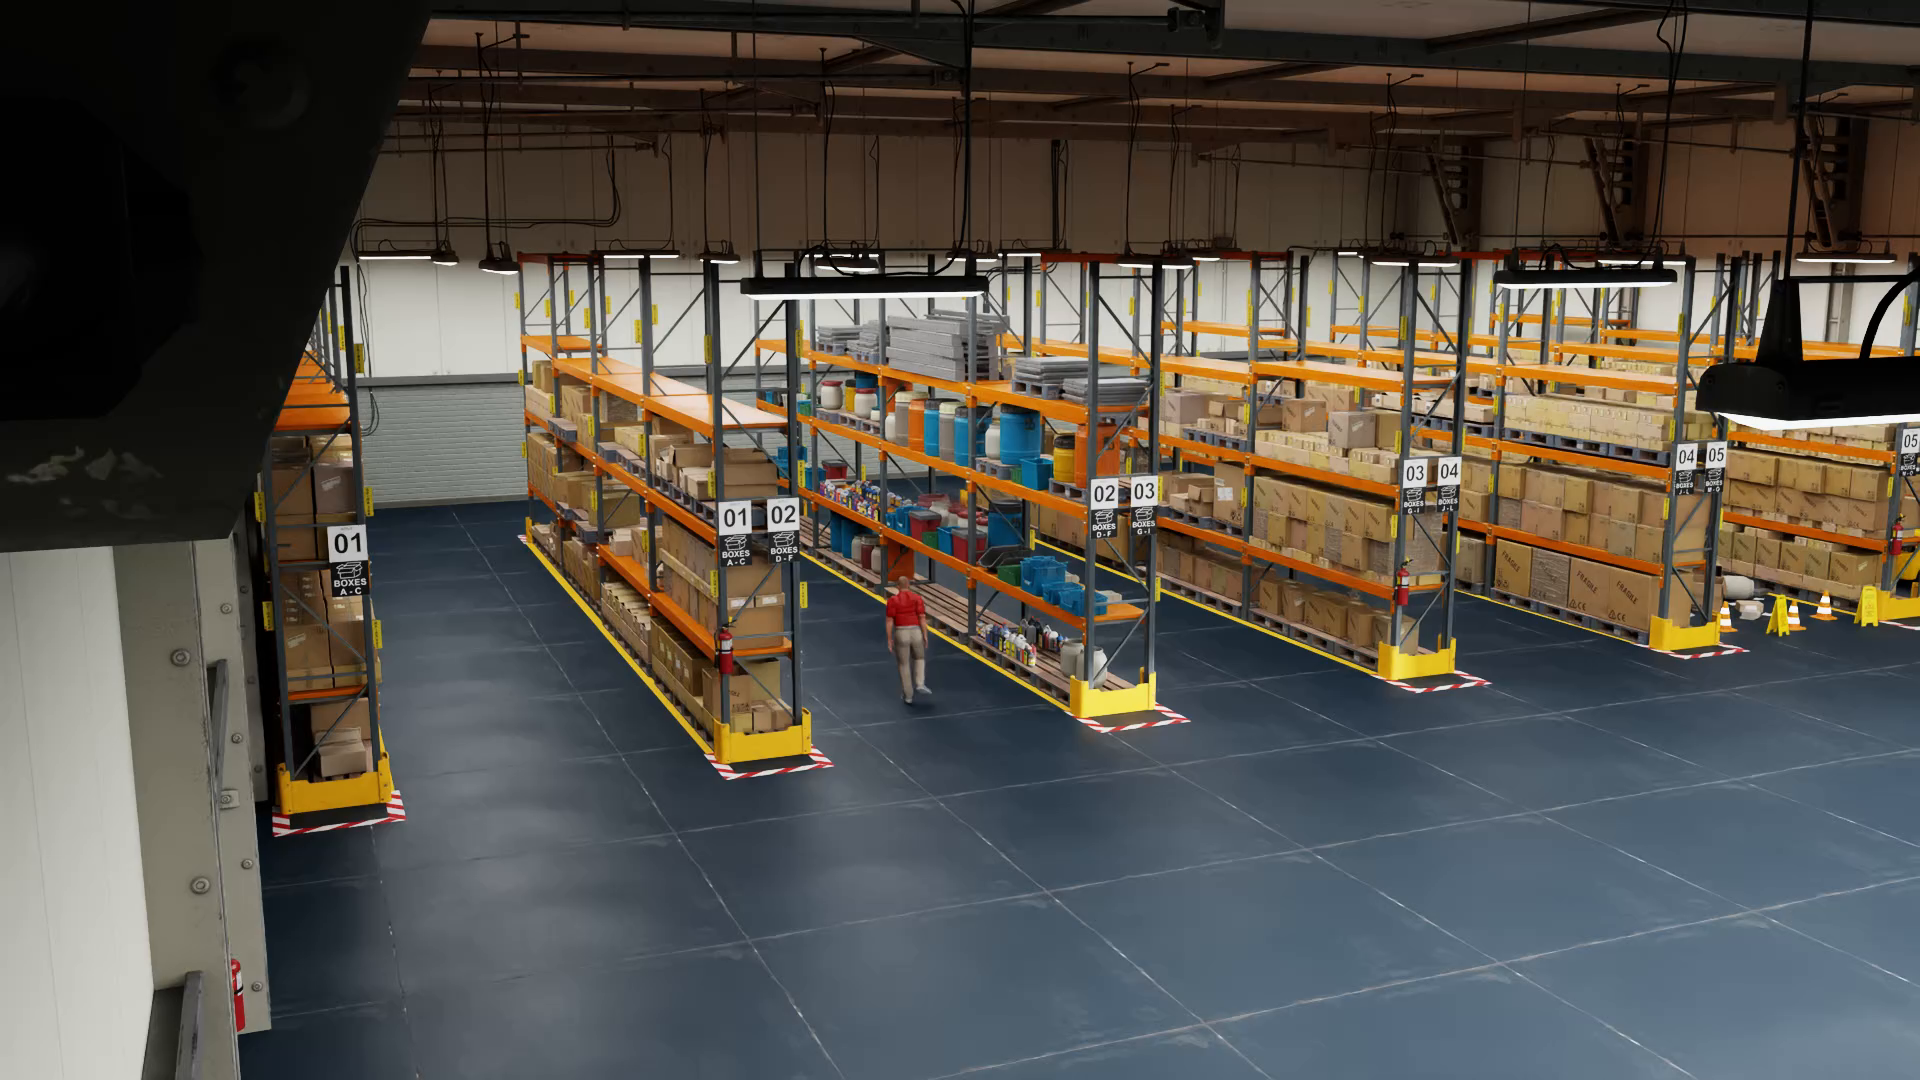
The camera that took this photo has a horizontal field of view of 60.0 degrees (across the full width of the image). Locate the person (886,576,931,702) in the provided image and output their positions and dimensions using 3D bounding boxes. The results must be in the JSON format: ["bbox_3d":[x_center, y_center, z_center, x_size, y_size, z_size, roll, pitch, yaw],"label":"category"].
[{"bbox_3d":[-0.708,1.357,22.818,0.596,1.715,0.494,-2,11,-12],"label":"person"}]

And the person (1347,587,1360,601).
[{"bbox_3d":[6.868,0.318,28.666,0.543,1.677,0.600,-5,12,-27],"label":"person"}]
